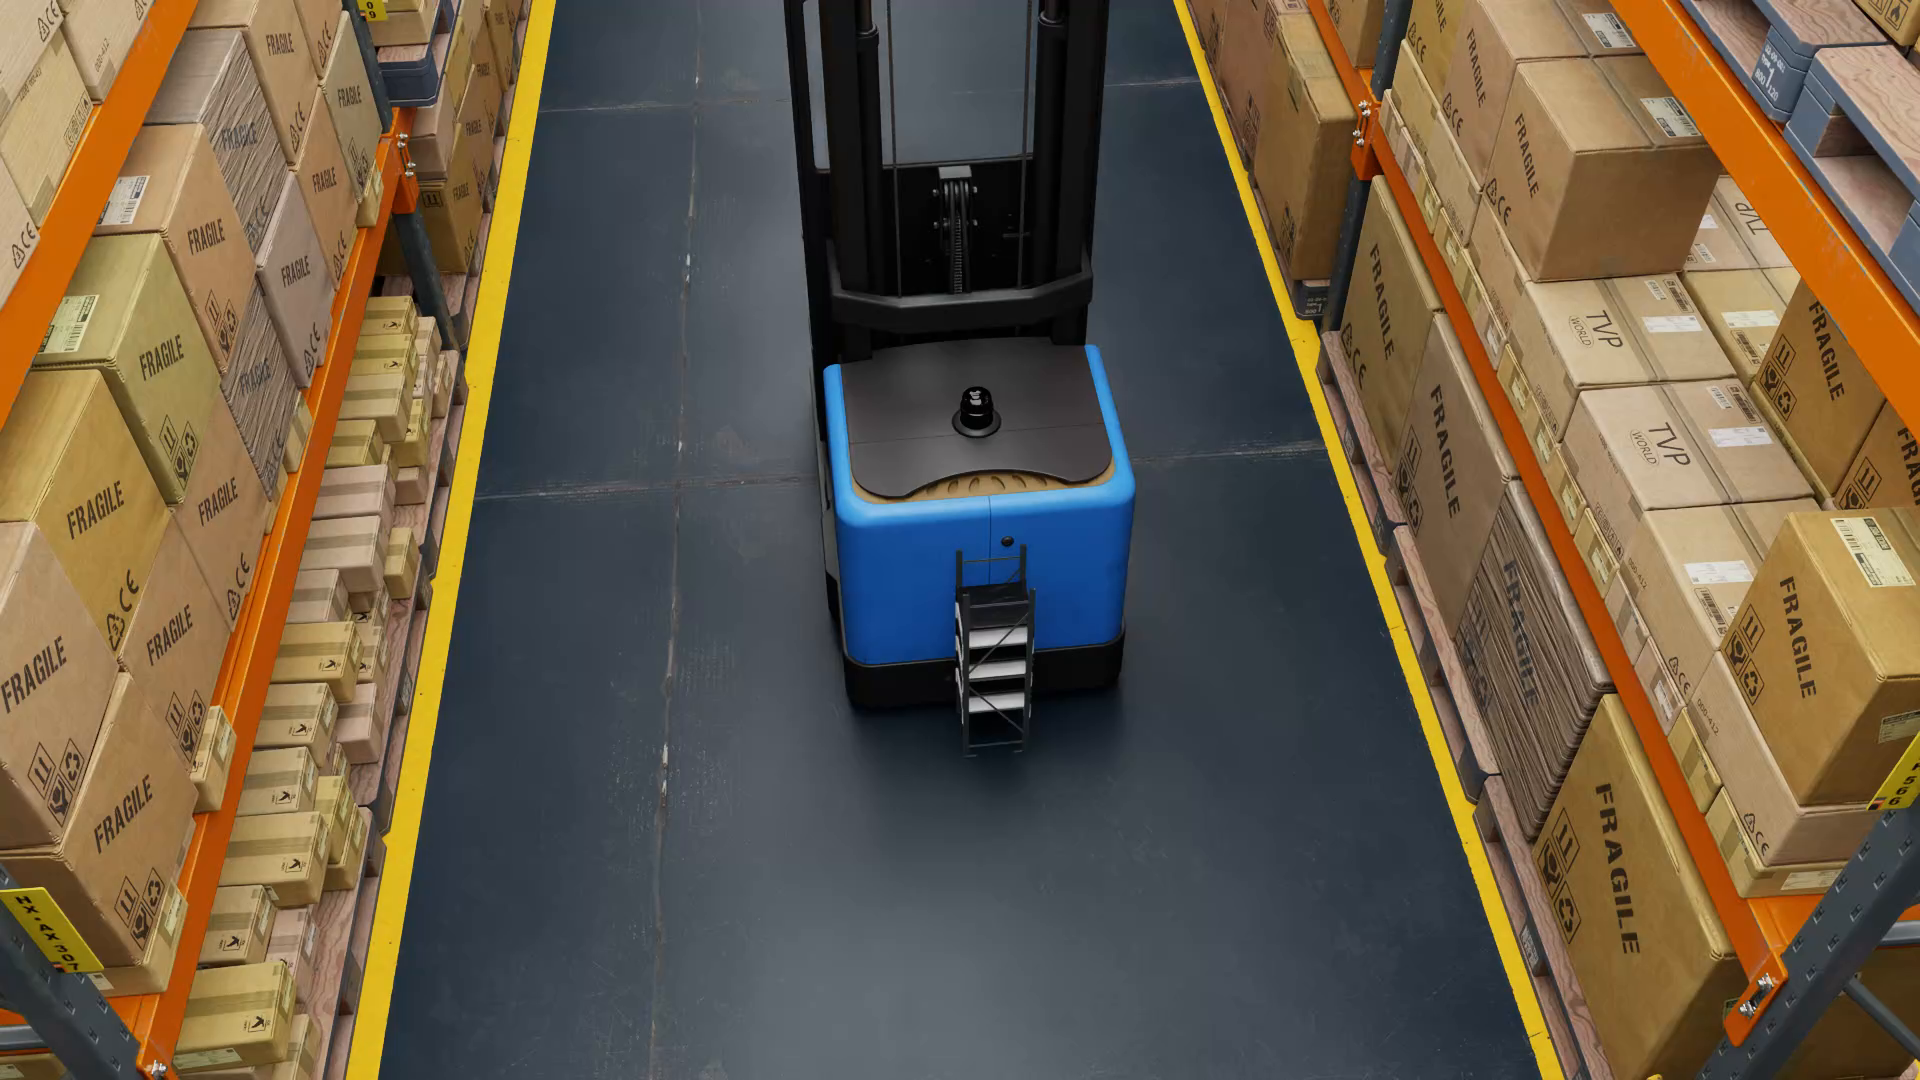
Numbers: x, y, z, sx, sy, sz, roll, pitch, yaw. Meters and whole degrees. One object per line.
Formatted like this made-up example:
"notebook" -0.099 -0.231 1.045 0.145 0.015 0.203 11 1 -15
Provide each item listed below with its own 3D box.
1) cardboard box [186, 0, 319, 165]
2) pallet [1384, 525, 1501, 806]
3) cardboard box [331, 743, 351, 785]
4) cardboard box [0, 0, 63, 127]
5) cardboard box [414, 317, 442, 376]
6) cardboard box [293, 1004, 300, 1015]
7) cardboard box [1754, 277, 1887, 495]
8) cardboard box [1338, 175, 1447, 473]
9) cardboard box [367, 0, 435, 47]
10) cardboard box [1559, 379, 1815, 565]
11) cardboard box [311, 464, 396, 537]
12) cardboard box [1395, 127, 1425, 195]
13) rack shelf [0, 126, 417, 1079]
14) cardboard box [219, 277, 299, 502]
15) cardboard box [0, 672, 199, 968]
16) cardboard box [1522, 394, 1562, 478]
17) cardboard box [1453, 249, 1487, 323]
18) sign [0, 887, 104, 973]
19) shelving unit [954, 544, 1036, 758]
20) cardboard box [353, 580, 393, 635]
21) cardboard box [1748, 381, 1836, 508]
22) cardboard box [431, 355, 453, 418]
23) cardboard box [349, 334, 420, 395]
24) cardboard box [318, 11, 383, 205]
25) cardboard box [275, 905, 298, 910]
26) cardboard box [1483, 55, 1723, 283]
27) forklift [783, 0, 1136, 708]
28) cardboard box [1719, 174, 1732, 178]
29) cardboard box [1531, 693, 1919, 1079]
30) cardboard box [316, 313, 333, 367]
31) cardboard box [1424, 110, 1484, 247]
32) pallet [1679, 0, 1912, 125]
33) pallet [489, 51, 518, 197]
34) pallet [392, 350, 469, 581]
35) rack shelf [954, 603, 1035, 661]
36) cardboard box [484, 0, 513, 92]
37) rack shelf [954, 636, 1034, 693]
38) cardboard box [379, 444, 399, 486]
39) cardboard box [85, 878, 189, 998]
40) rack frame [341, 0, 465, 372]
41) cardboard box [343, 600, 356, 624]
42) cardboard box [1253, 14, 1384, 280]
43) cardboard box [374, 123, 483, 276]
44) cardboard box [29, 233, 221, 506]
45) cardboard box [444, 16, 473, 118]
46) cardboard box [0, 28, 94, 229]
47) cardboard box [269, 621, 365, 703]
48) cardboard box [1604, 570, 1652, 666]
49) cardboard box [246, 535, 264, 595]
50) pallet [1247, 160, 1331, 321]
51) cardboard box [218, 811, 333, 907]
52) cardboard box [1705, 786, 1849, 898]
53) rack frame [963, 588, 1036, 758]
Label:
"cardboard box" -2.408 -1.532 5.310 0.500 0.500 0.500 -5 47 -5
"pallet" 2.277 0.421 6.343 1.003 0.211 1.213 -3 47 -3
"cardboard box" -2.315 0.848 5.692 0.380 0.149 0.250 -3 47 -3
"cardboard box" -2.283 -1.084 3.541 0.500 0.250 0.500 -3 47 -3
"cardboard box" -2.422 -0.807 7.054 0.380 0.149 0.250 -3 47 -2
"cardboard box" -2.259 1.398 5.171 0.380 0.149 0.250 -4 47 -3
"cardboard box" 2.658 -0.492 4.669 0.500 0.500 0.500 -5 47 -4
"cardboard box" 2.161 -0.909 6.856 0.875 0.875 0.875 -3 47 -3
"cardboard box" -2.340 -2.120 6.712 0.380 0.149 0.250 -6 47 -5
"cardboard box" 2.131 -0.204 4.912 0.500 0.250 0.500 -5 47 -5
"cardboard box" -2.328 -0.131 6.210 0.380 0.149 0.250 -6 47 -5
"cardboard box" 1.901 -1.467 6.383 0.380 0.149 0.250 -5 47 -5
"rack shelf" -2.598 -0.055 5.368 1.077 0.370 4.000 -3 47 -3
"cardboard box" -2.340 -0.443 4.966 0.500 0.500 0.500 -5 47 -4
"cardboard box" -2.192 0.666 3.916 0.500 0.500 0.500 -1 47 -1
"cardboard box" 2.035 -0.341 5.316 0.380 0.149 0.250 -3 47 -3
"cardboard box" 1.969 -0.901 5.847 0.380 0.149 0.250 -4 47 -4
"sign" -1.889 0.814 3.453 0.100 0.325 0.005 -3 47 -3
"shelving unit" 0.119 0.407 5.881 0.258 0.900 0.210 -5 47 -5
"cardboard box" -2.351 0.291 6.219 0.380 0.149 0.250 -3 47 -3
"cardboard box" 2.661 -0.238 4.944 0.500 0.250 0.500 -5 47 -5
"cardboard box" -2.393 -0.650 7.111 0.380 0.149 0.250 -3 47 -3
"cardboard box" -2.415 -0.694 6.742 0.380 0.149 0.250 -3 47 -3
"cardboard box" -2.443 -1.553 6.018 0.500 0.500 0.500 -3 47 -3
"cardboard box" -2.294 1.110 5.238 0.380 0.149 0.250 -3 47 -3
"cardboard box" 2.053 -1.191 5.331 0.500 0.500 0.500 -5 47 -5
"forklift" -0.074 -1.461 6.252 1.130 2.935 3.031 -5 47 -5
"cardboard box" 2.530 -1.351 5.998 0.500 0.250 0.500 -2 47 -2
"cardboard box" 2.388 1.044 5.006 0.875 0.875 0.875 -3 47 -3
"cardboard box" -2.365 -0.711 5.667 0.380 0.149 0.250 -5 47 -5
"cardboard box" 2.001 -1.312 5.962 0.500 0.250 0.500 -4 47 -3
"pallet" 2.343 -1.505 4.241 1.003 0.211 1.213 -3 47 -3
"pallet" -2.937 -2.238 8.861 1.003 0.211 1.213 -3 47 -3
"pallet" -2.674 -0.307 7.032 1.003 0.211 1.213 -3 47 -3
"rack shelf" 0.119 0.306 5.774 0.258 0.077 0.200 -5 47 -5
"cardboard box" -2.684 -2.711 8.820 0.500 0.500 0.500 -5 47 -5
"rack shelf" 0.119 0.430 5.905 0.258 0.077 0.200 -5 47 -5
"cardboard box" -2.424 -0.232 6.510 0.380 0.149 0.250 -3 47 -3
"cardboard box" -2.131 0.977 4.068 0.380 0.149 0.250 -4 47 -4
"rack frame" -2.765 -1.749 6.477 1.000 3.000 0.127 -3 47 -3
"cardboard box" -2.400 0.342 5.966 0.380 0.149 0.250 -1 47 -1
"cardboard box" 2.112 -1.853 7.750 1.225 0.875 0.875 -3 47 -3
"cardboard box" -2.563 -1.585 7.754 0.500 0.500 0.500 -2 47 -2
"cardboard box" -2.273 -0.419 4.255 0.500 0.500 0.500 -4 47 -4
"cardboard box" -2.611 -2.228 7.846 0.500 0.250 0.500 -2 47 -2
"cardboard box" -2.309 -0.929 3.737 0.500 0.250 0.500 -5 47 -5
"cardboard box" -2.265 0.425 5.682 0.380 0.149 0.250 -3 47 -3
"cardboard box" 2.100 0.214 4.791 0.380 0.149 0.250 -3 47 -3
"cardboard box" -2.311 0.040 4.956 0.380 0.149 0.250 -4 47 -4
"pallet" 2.046 -1.573 8.230 1.003 0.211 1.213 -3 47 -3
"cardboard box" -2.172 0.994 5.144 0.380 0.149 0.250 -4 47 -3
"cardboard box" 2.163 0.765 4.269 0.380 0.149 0.250 -3 47 -3
"rack frame" 0.131 0.481 5.812 0.240 0.900 0.006 -5 47 -5
